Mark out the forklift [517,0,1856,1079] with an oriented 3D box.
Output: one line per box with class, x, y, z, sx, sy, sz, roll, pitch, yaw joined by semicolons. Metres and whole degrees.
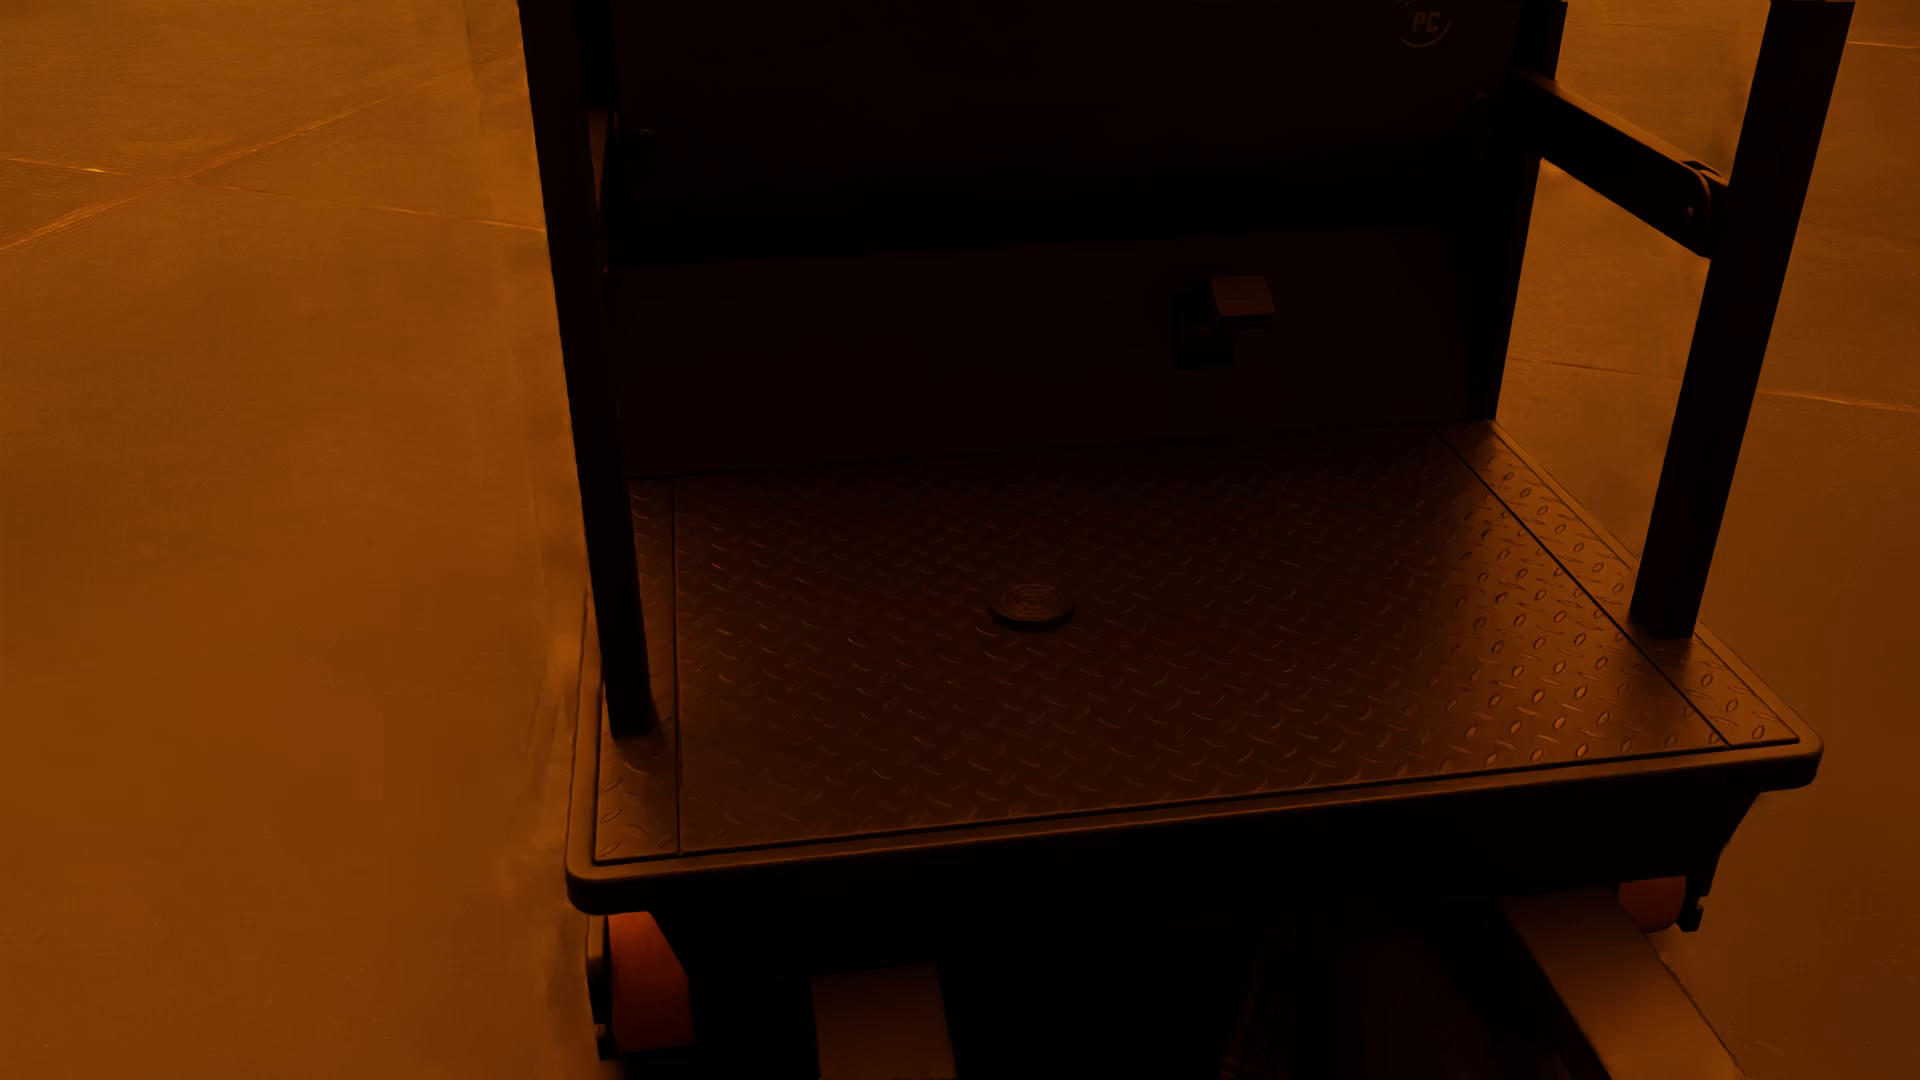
forklift;0.152;-0.969;1.237;1.130;2.935;3.031;-4;30;-8
